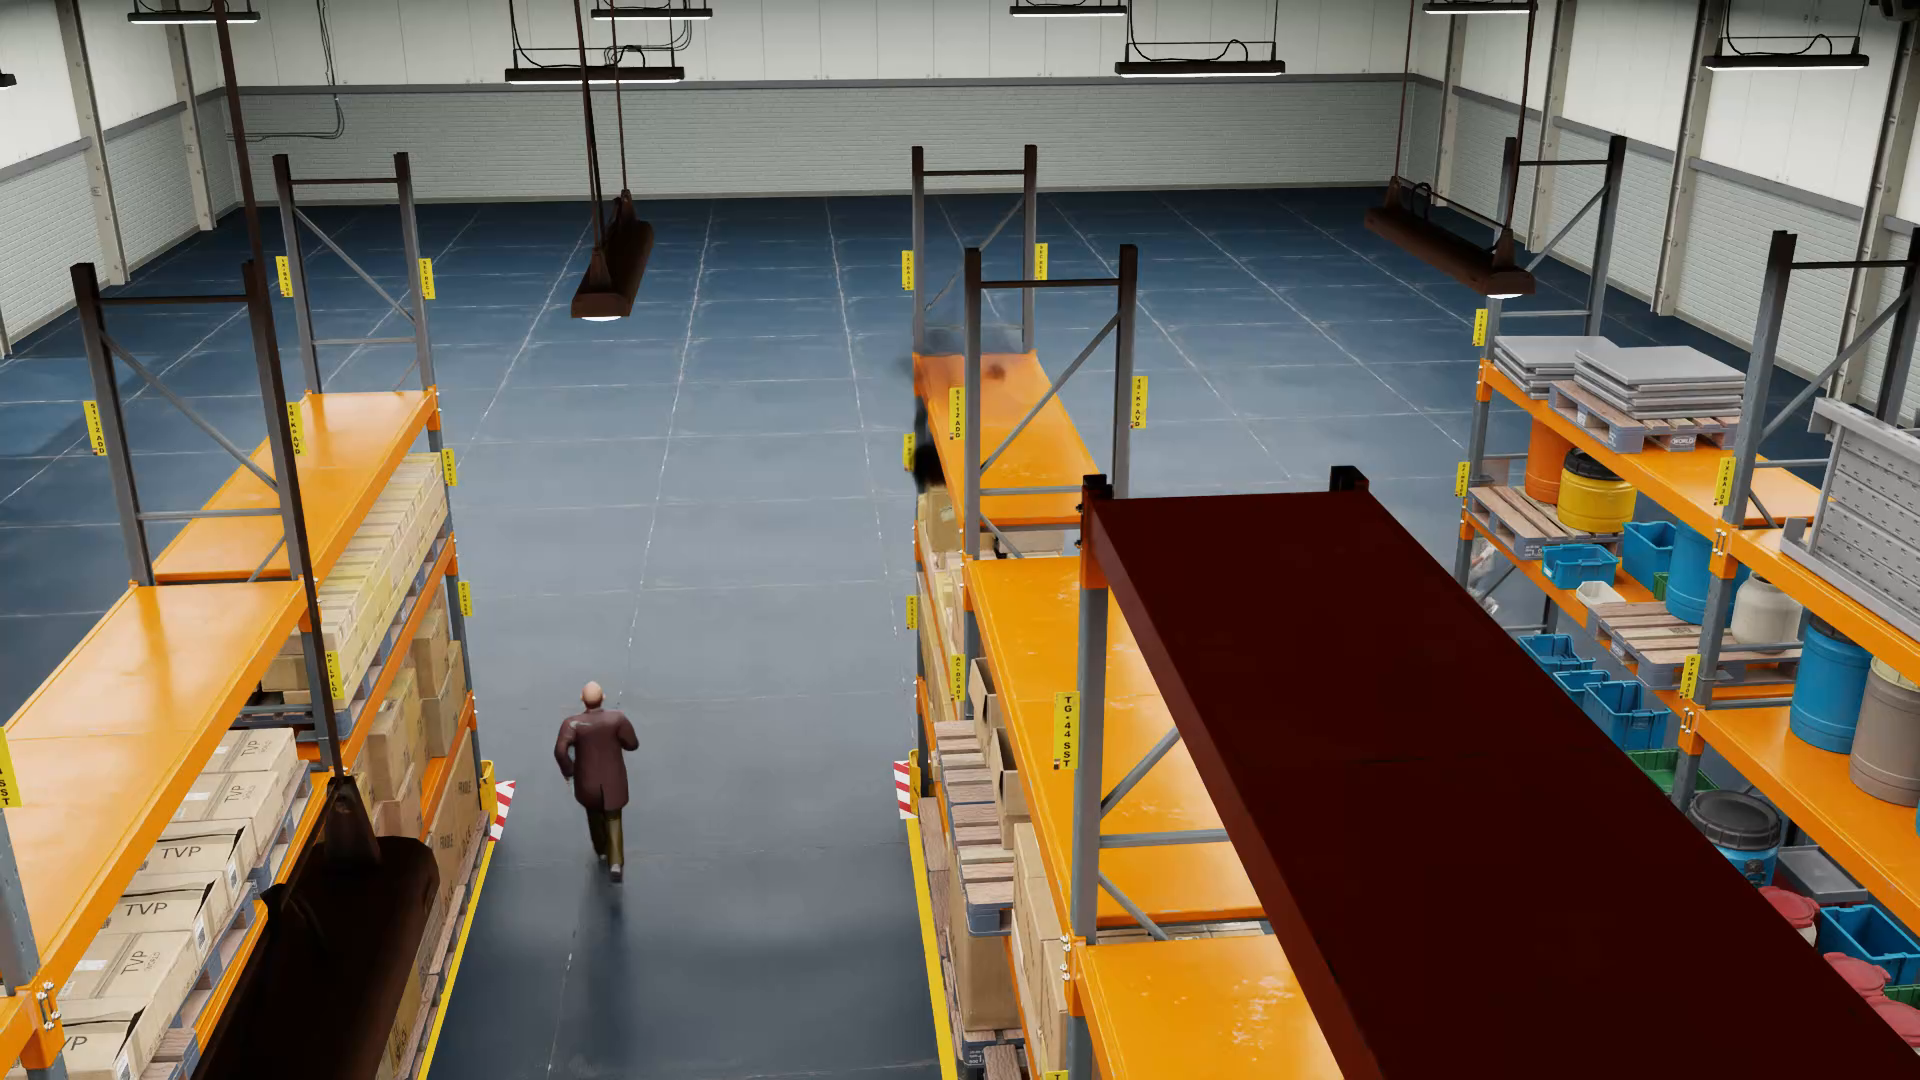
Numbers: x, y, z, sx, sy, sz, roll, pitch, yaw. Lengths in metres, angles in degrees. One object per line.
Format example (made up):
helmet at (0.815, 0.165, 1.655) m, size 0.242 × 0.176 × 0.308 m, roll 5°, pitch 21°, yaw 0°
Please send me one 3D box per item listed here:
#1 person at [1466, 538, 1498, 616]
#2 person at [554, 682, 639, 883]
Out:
person at (5.897, 0.285, 18.832) m, size 0.490 × 1.564 × 0.545 m, roll 9°, pitch 23°, yaw 21°
person at (-3.034, 2.052, 14.037) m, size 0.690 × 1.771 × 1.042 m, roll -4°, pitch 22°, yaw -11°
